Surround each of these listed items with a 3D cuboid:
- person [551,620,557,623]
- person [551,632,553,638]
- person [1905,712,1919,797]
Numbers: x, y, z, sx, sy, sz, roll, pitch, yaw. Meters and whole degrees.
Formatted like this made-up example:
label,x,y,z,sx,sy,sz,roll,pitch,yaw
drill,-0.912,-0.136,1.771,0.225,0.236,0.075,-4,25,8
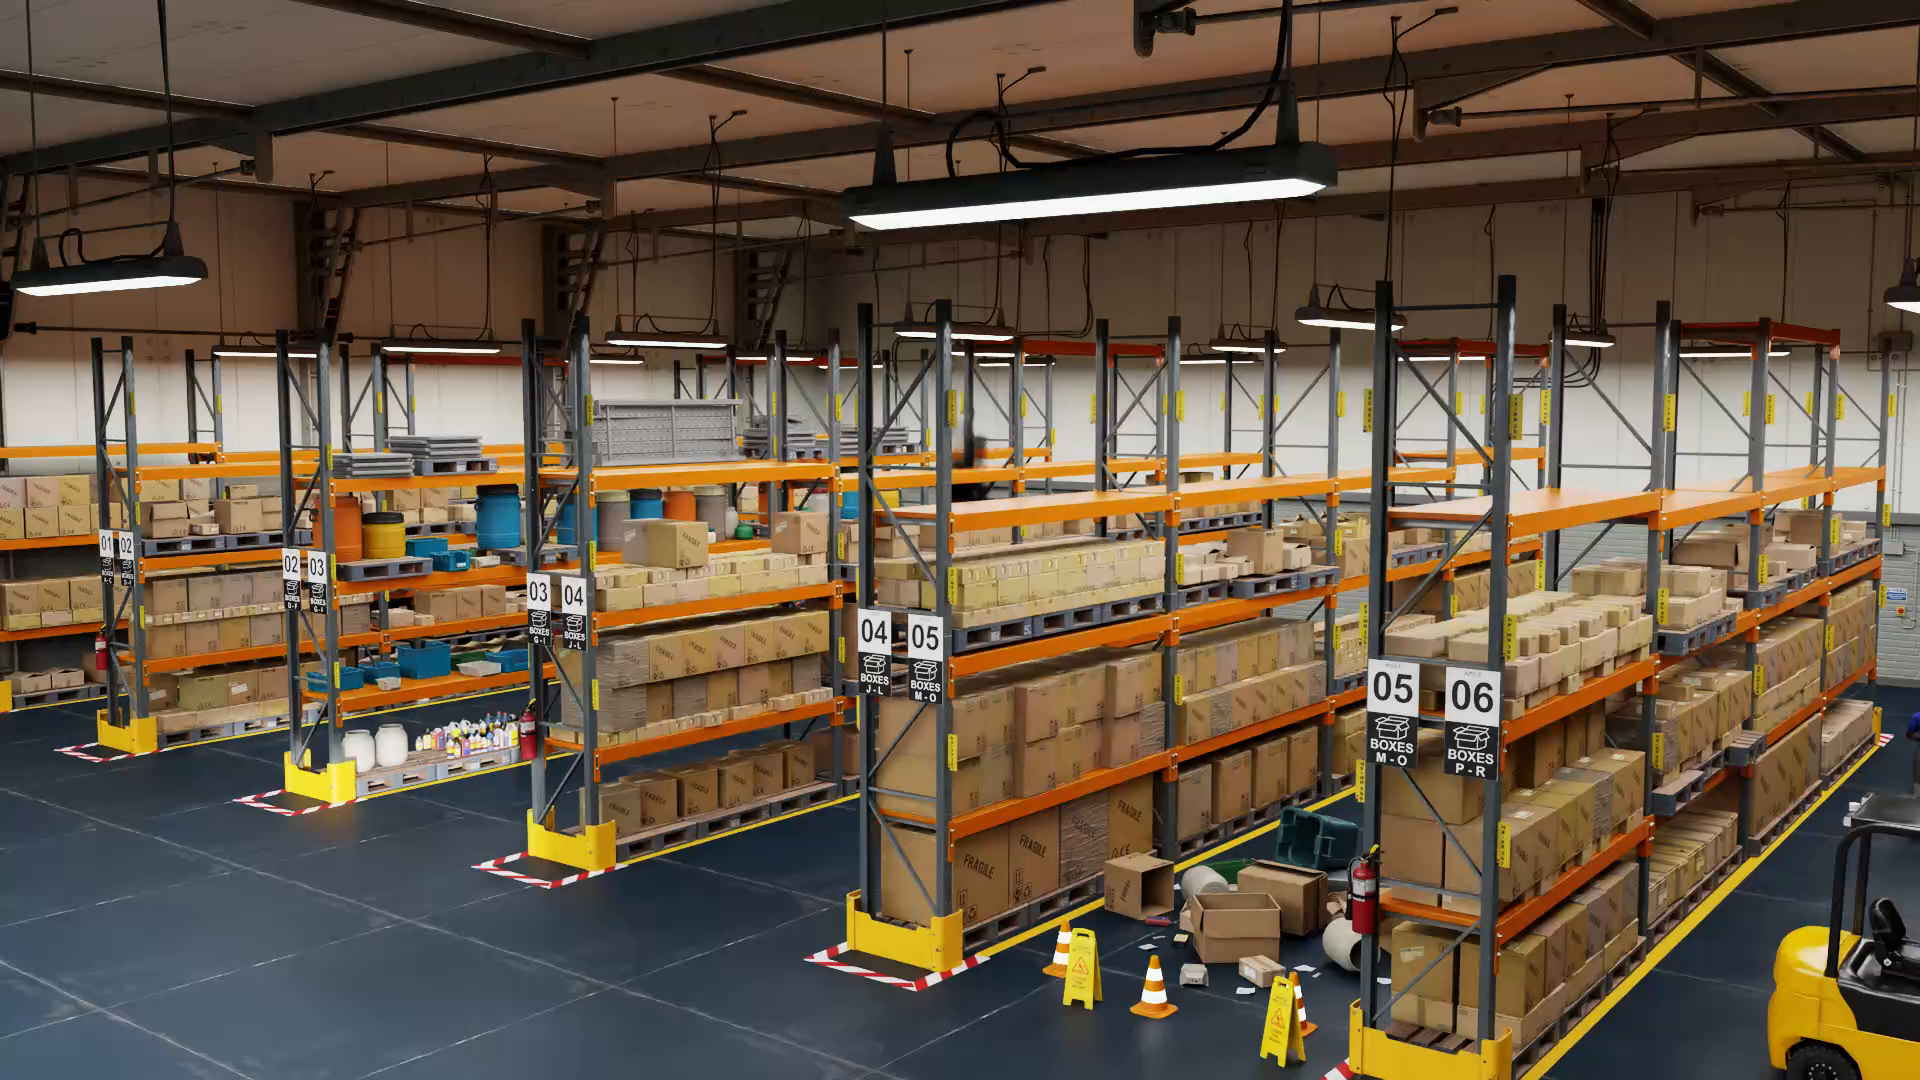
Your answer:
label,x,y,z,sx,sy,sz,roll,pitch,yaw
person,0.996,1.618,30.621,19.224,1.738,2.082,1,5,16
person,-8.012,1.458,32.509,0.679,1.746,0.834,3,6,32
person,11.685,2.621,19.983,0.584,1.612,0.698,3,6,35
